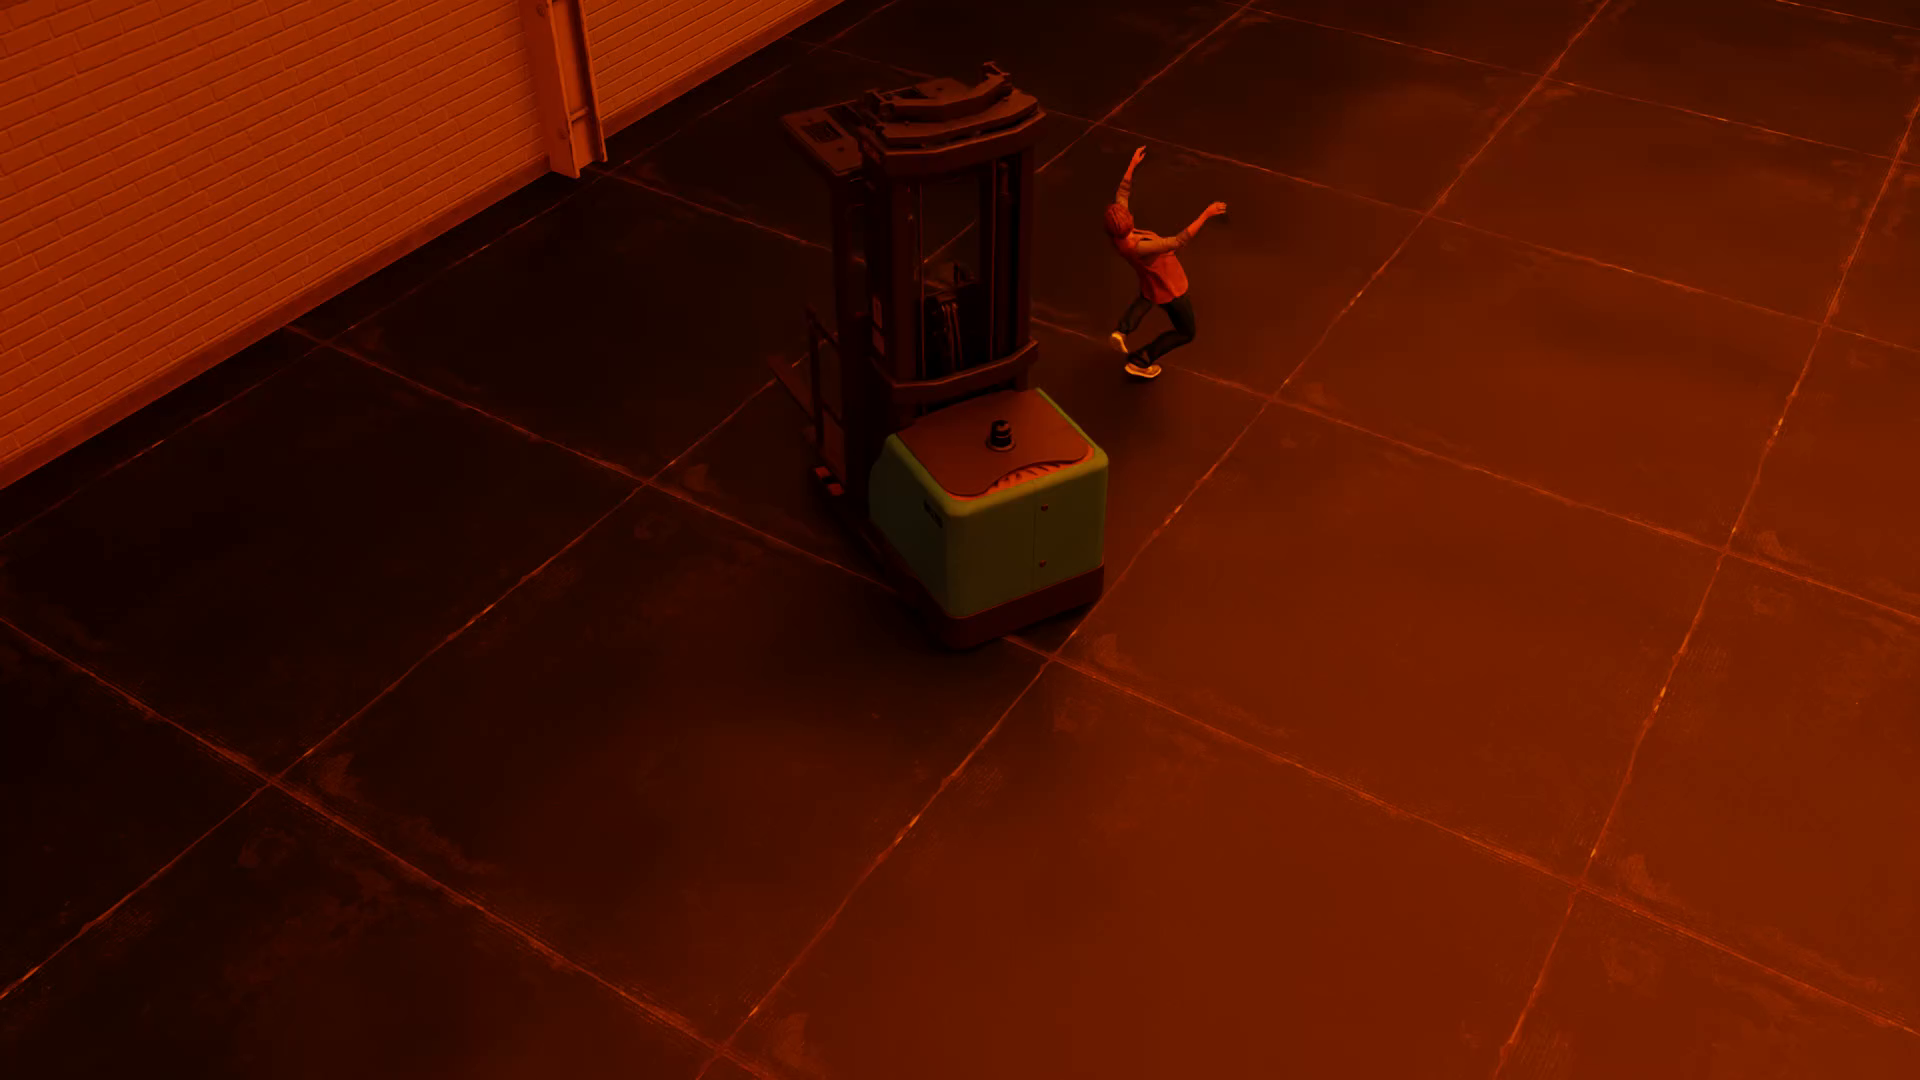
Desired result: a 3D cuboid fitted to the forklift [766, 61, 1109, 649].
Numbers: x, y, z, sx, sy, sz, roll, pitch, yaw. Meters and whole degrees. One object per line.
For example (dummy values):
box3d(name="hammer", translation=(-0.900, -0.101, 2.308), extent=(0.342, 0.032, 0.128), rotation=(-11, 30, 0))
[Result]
box3d(name="forklift", translation=(-0.311, -1.442, 9.669), extent=(1.130, 2.935, 3.031), rotation=(-19, 44, -21))

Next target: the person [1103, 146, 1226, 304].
box3d(name="person", translation=(1.244, -1.979, 10.937), extent=(0.582, 0.925, 0.813), rotation=(-21, 44, -23))
